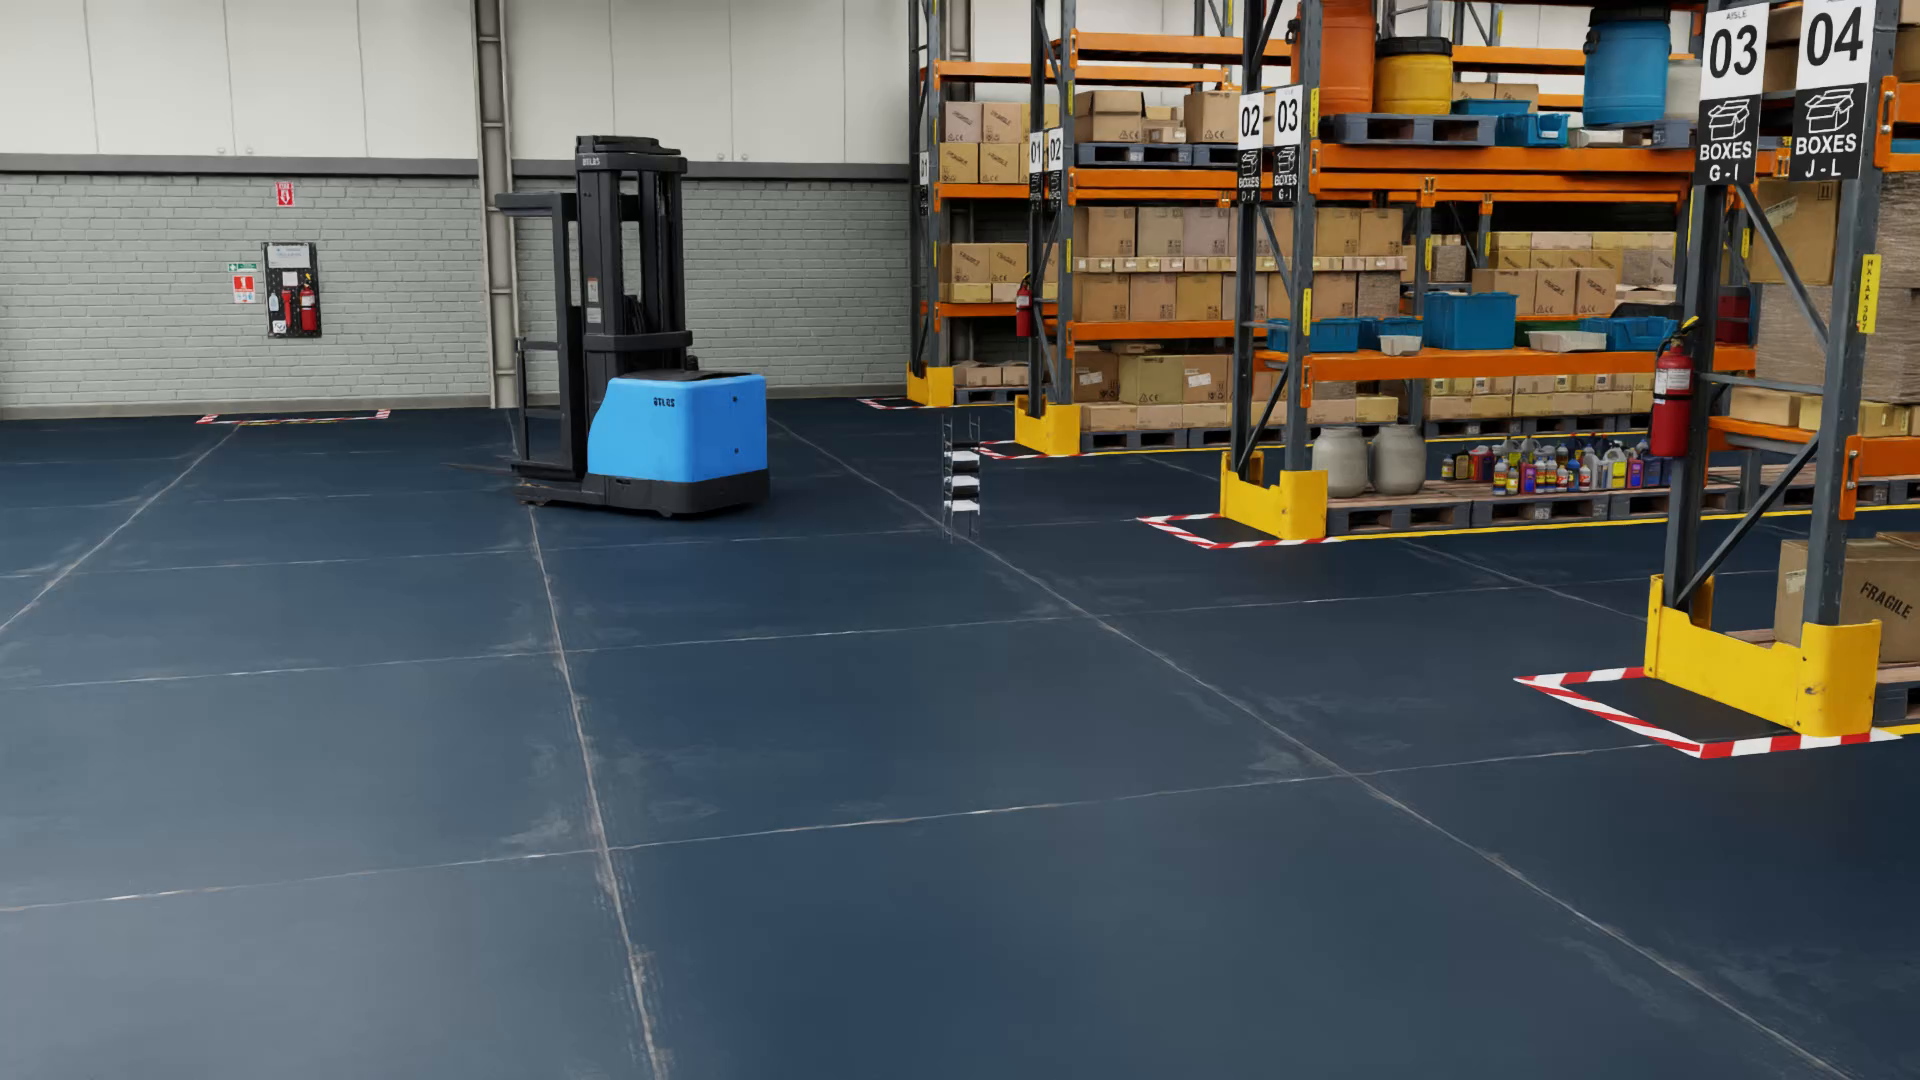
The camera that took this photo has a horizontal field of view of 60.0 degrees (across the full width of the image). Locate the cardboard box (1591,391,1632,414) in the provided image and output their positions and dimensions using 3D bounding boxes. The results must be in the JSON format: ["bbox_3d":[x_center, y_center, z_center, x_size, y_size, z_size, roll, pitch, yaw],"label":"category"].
[{"bbox_3d":[7.186,-1.570,18.725,0.500,0.250,0.500,-3,11,-15],"label":"cardboard box"}]

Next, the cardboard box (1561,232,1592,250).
[{"bbox_3d":[8.715,-4.303,23.911,0.500,0.250,0.500,-3,11,-16],"label":"cardboard box"}]

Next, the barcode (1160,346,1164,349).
[{"bbox_3d":[2.786,-2.654,22.982,0.075,0.075,0.001,-3,11,-16],"label":"barcode"}]

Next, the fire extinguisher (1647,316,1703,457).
[{"bbox_3d":[3.446,-0.746,8.025,0.183,0.674,0.296,-3,11,-16],"label":"fire extinguisher"}]

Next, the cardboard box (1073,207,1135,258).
[{"bbox_3d":[1.422,-3.143,16.974,0.500,0.500,0.700,-3,11,-16],"label":"cardboard box"}]

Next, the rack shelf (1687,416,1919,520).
[{"bbox_3d":[5.605,-0.457,8.230,4.000,0.370,1.077,-3,11,-16],"label":"rack shelf"}]

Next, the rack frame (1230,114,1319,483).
[{"bbox_3d":[2.300,-1.570,12.292,0.127,3.000,1.000,-3,11,-16],"label":"rack frame"}]

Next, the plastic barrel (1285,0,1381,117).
[{"bbox_3d":[2.731,-3.510,12.197,0.708,0.830,0.600,-3,11,-16],"label":"plastic barrel"}]

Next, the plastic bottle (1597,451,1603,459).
[{"bbox_3d":[5.055,-0.561,13.096,0.133,0.283,0.061,-3,11,-16],"label":"plastic bottle"}]

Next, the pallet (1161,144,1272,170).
[{"bbox_3d":[2.779,-3.957,17.215,1.213,0.211,1.003,-3,11,-16],"label":"pallet"}]

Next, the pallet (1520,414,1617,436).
[{"bbox_3d":[6.630,-1.369,18.900,1.213,0.211,1.003,-3,11,-16],"label":"pallet"}]

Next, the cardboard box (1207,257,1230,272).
[{"bbox_3d":[2.592,-2.848,17.163,0.250,0.149,0.380,-3,11,-17],"label":"cardboard box"}]

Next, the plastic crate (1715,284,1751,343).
[{"bbox_3d":[6.520,-1.882,13.807,0.583,0.464,0.402,-3,11,-16],"label":"plastic crate"}]

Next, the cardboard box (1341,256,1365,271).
[{"bbox_3d":[4.070,-2.925,17.584,0.250,0.149,0.380,-3,11,-18],"label":"cardboard box"}]

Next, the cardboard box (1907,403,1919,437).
[{"bbox_3d":[4.270,-0.568,7.541,0.250,0.149,0.380,-3,11,-16],"label":"cardboard box"}]

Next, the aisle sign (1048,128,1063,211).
[{"bbox_3d":[0.942,-3.654,16.427,0.004,0.787,0.394,-3,11,-16],"label":"aisle sign"}]

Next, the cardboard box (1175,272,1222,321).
[{"bbox_3d":[2.352,-2.554,17.357,0.500,0.500,0.700,-3,11,-16],"label":"cardboard box"}]

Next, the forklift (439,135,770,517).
[{"bbox_3d":[-3.069,-1.793,13.689,3.031,2.935,1.130,7,12,32],"label":"forklift"}]

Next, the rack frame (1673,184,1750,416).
[{"bbox_3d":[8.600,-2.836,19.169,0.127,3.000,1.000,-3,11,-16],"label":"rack frame"}]

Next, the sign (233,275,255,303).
[{"bbox_3d":[-8.743,-3.064,20.305,0.234,0.329,0.001,-3,11,-16],"label":"sign"}]

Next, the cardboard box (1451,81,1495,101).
[{"bbox_3d":[5.363,-4.635,17.838,0.500,0.500,0.500,-3,11,-15],"label":"cardboard box"}]

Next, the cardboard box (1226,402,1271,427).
[{"bbox_3d":[2.937,-1.350,17.529,0.500,0.250,0.500,-3,11,-16],"label":"cardboard box"}]

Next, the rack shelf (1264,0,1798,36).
[{"bbox_3d":[4.220,-4.071,12.400,4.000,0.370,1.077,-3,11,-16],"label":"rack shelf"}]

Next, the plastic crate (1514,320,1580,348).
[{"bbox_3d":[4.758,-1.649,13.304,0.662,0.188,0.450,-3,11,-16],"label":"plastic crate"}]

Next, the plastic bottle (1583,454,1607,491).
[{"bbox_3d":[4.951,-0.533,12.966,0.135,0.276,0.152,-3,11,-15],"label":"plastic bottle"}]

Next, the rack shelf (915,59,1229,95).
[{"bbox_3d":[1.451,-5.989,21.719,4.000,0.370,1.077,-3,11,-16],"label":"rack shelf"}]

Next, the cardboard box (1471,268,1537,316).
[{"bbox_3d":[6.007,-2.746,18.401,0.500,0.500,0.500,-2,11,-12],"label":"cardboard box"}]

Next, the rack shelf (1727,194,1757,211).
[{"bbox_3d":[12.973,-5.122,25.288,4.000,0.370,1.077,-3,11,-16],"label":"rack shelf"}]

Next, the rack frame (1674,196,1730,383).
[{"bbox_3d":[11.053,-3.900,24.945,0.127,3.000,1.000,-3,11,-16],"label":"rack frame"}]

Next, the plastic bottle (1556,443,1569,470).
[{"bbox_3d":[4.938,-0.655,13.641,0.097,0.271,0.097,0,10,0],"label":"plastic bottle"}]

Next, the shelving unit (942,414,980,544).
[{"bbox_3d":[0.008,-0.443,11.967,0.210,0.900,0.258,-3,11,-16],"label":"shelving unit"}]

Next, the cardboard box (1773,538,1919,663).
[{"bbox_3d":[4.289,0.285,7.959,0.500,0.500,0.500,-1,10,-5],"label":"cardboard box"}]

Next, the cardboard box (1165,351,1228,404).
[{"bbox_3d":[2.452,-1.696,17.339,0.500,0.500,0.500,-3,11,-16],"label":"cardboard box"}]

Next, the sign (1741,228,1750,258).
[{"bbox_3d":[8.759,-3.310,18.541,0.005,0.325,0.100,-3,11,-16],"label":"sign"}]

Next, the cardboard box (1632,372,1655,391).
[{"bbox_3d":[7.669,-1.870,18.804,0.500,0.311,0.500,-3,11,-17],"label":"cardboard box"}]

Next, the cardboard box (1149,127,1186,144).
[{"bbox_3d":[2.098,-4.088,16.827,0.250,0.149,0.380,-3,11,-16],"label":"cardboard box"}]

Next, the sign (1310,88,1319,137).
[{"bbox_3d":[2.450,-2.954,11.499,0.005,0.325,0.100,-3,11,-16],"label":"sign"}]

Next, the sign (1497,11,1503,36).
[{"bbox_3d":[7.373,-7.052,22.701,0.005,0.325,0.100,-3,11,-16],"label":"sign"}]

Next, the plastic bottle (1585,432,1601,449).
[{"bbox_3d":[5.250,-0.718,13.761,0.185,0.351,0.144,-3,11,-14],"label":"plastic bottle"}]

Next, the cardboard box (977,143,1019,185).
[{"bbox_3d":[0.447,-4.821,21.334,0.500,0.500,0.500,-2,11,-12],"label":"cardboard box"}]

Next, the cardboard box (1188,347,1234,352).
[{"bbox_3d":[2.787,-1.812,17.966,0.500,0.500,0.500,-3,11,-16],"label":"cardboard box"}]

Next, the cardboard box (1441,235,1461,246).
[{"bbox_3d":[6.889,-4.259,23.615,0.250,0.149,0.380,-5,11,-23],"label":"cardboard box"}]

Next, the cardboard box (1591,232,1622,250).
[{"bbox_3d":[9.203,-4.330,24.057,0.500,0.250,0.500,-3,11,-17],"label":"cardboard box"}]

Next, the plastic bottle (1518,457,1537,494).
[{"bbox_3d":[4.350,-0.497,12.747,0.133,0.283,0.061,-3,11,-15],"label":"plastic bottle"}]

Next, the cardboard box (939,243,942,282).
[{"bbox_3d":[-0.076,-3.658,21.921,0.500,0.500,0.500,-3,11,-17],"label":"cardboard box"}]

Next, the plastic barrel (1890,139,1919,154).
[{"bbox_3d":[7.824,-3.624,13.778,0.708,0.901,0.600,-3,11,-16],"label":"plastic barrel"}]

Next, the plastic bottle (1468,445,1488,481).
[{"bbox_3d":[4.190,-0.624,13.461,0.135,0.276,0.152,-3,11,-16],"label":"plastic bottle"}]

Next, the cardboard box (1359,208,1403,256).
[{"bbox_3d":[4.335,-3.298,17.815,0.500,0.500,0.700,-3,11,-16],"label":"cardboard box"}]

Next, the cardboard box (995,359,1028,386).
[{"bbox_3d":[0.768,-2.235,22.112,0.500,0.311,0.500,-2,11,-11],"label":"cardboard box"}]

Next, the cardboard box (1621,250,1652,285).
[{"bbox_3d":[9.708,-3.986,24.263,0.500,0.500,0.500,-3,11,-16],"label":"cardboard box"}]

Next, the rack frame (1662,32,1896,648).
[{"bbox_3d":[3.684,-0.709,7.615,0.127,3.000,1.000,-3,11,-16],"label":"rack frame"}]

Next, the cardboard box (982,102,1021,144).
[{"bbox_3d":[0.464,-5.312,21.240,0.500,0.500,0.500,-3,11,-17],"label":"cardboard box"}]

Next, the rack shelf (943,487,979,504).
[{"bbox_3d":[0.008,-0.322,11.990,0.200,0.077,0.258,-3,11,-16],"label":"rack shelf"}]
